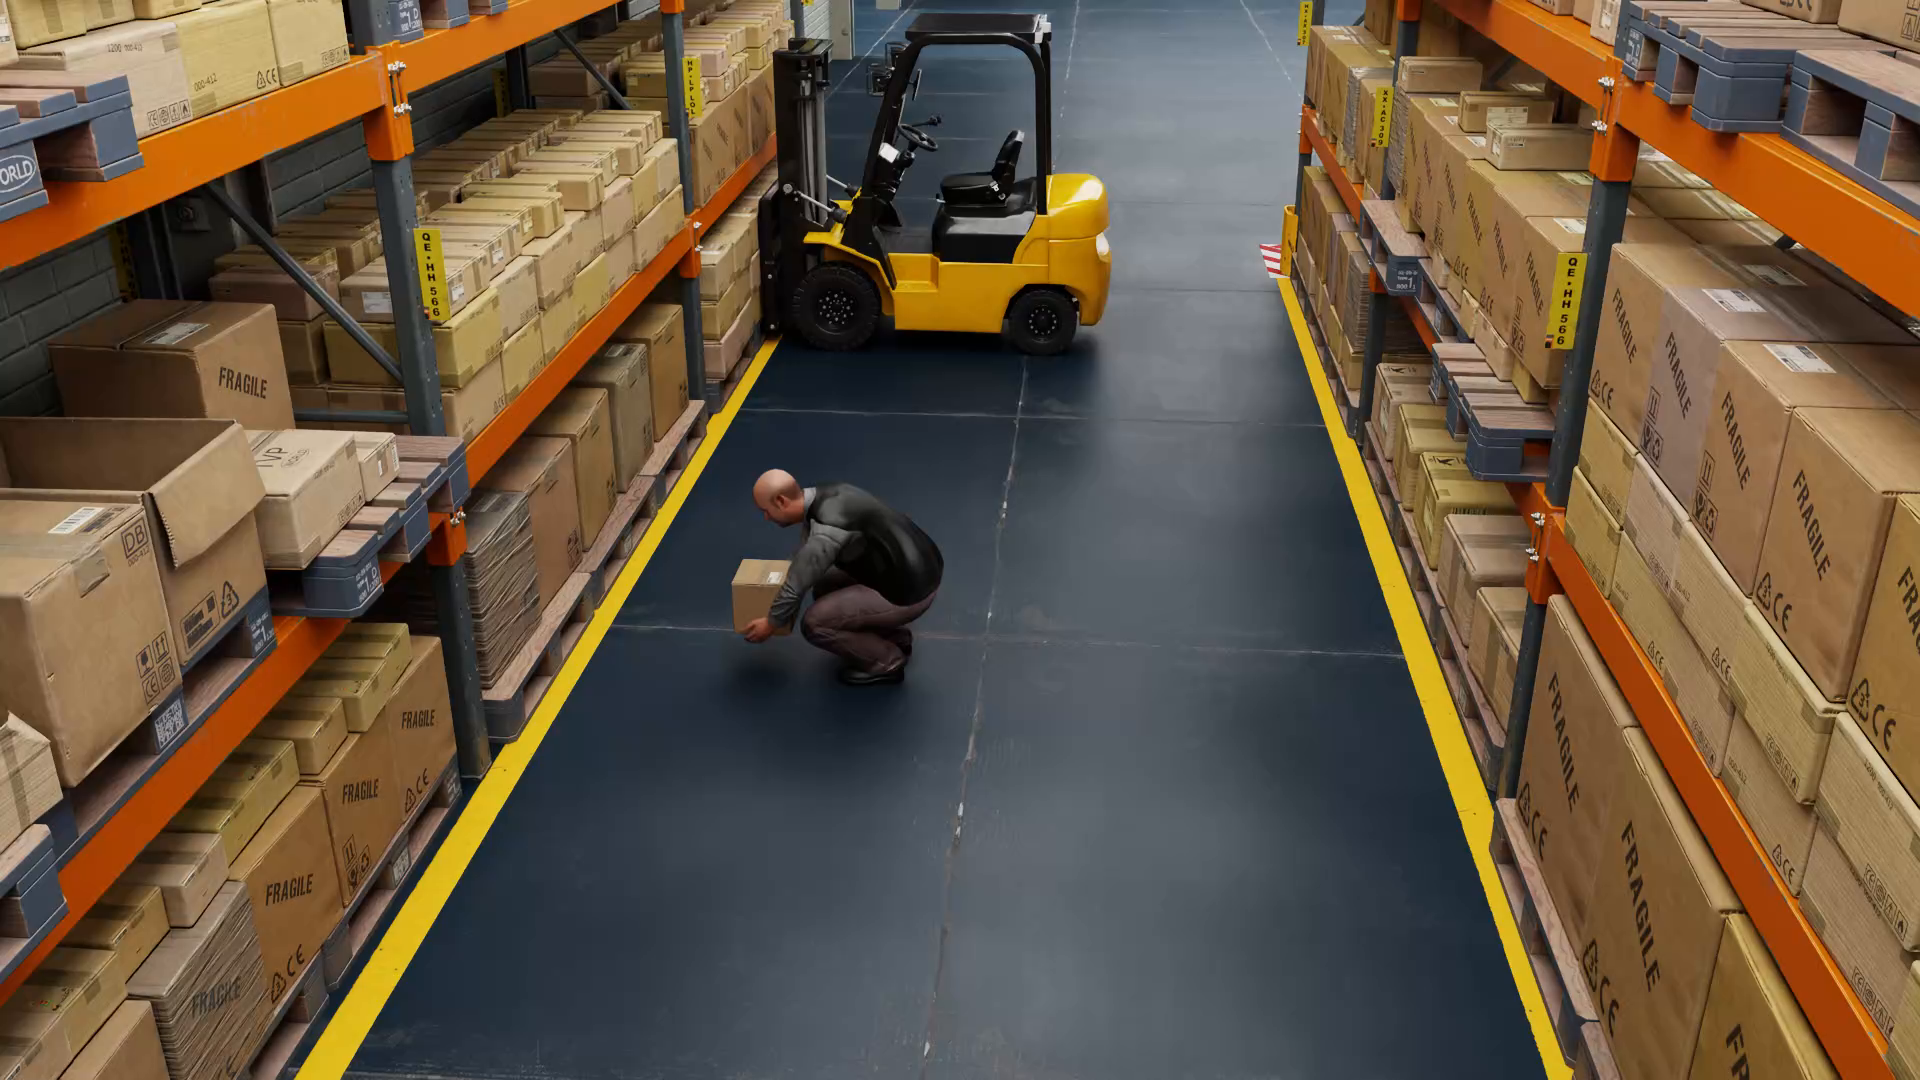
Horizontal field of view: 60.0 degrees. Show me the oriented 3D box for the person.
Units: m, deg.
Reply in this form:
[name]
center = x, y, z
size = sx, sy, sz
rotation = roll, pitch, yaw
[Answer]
[person]
center = -0.513, 0.131, 7.276
size = 0.874, 0.963, 0.540
rotation = 2, 24, 4
